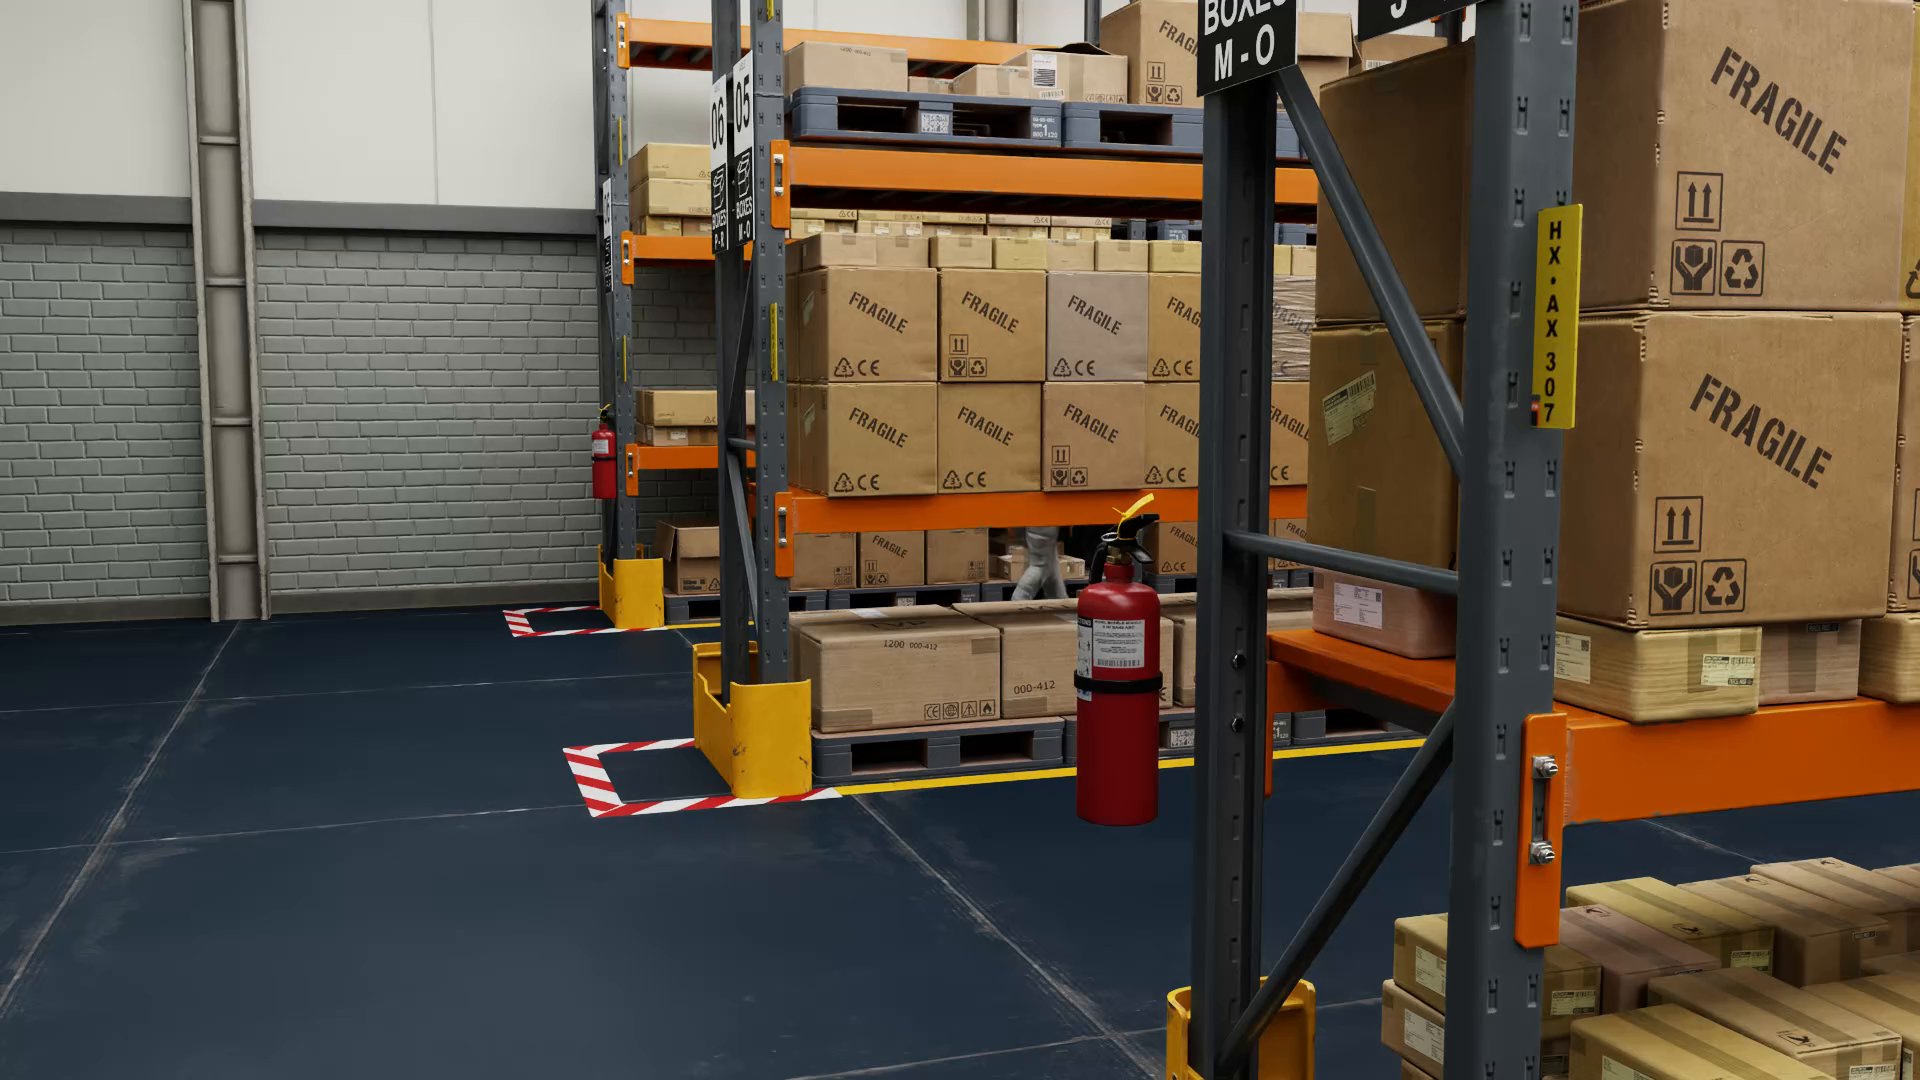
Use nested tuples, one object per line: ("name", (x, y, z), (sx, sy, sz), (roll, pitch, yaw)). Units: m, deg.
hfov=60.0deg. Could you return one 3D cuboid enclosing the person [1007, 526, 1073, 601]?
("person", (0.621, -0.176, 11.941), (0.913, 1.611, 0.502), (-4, 7, -37))
